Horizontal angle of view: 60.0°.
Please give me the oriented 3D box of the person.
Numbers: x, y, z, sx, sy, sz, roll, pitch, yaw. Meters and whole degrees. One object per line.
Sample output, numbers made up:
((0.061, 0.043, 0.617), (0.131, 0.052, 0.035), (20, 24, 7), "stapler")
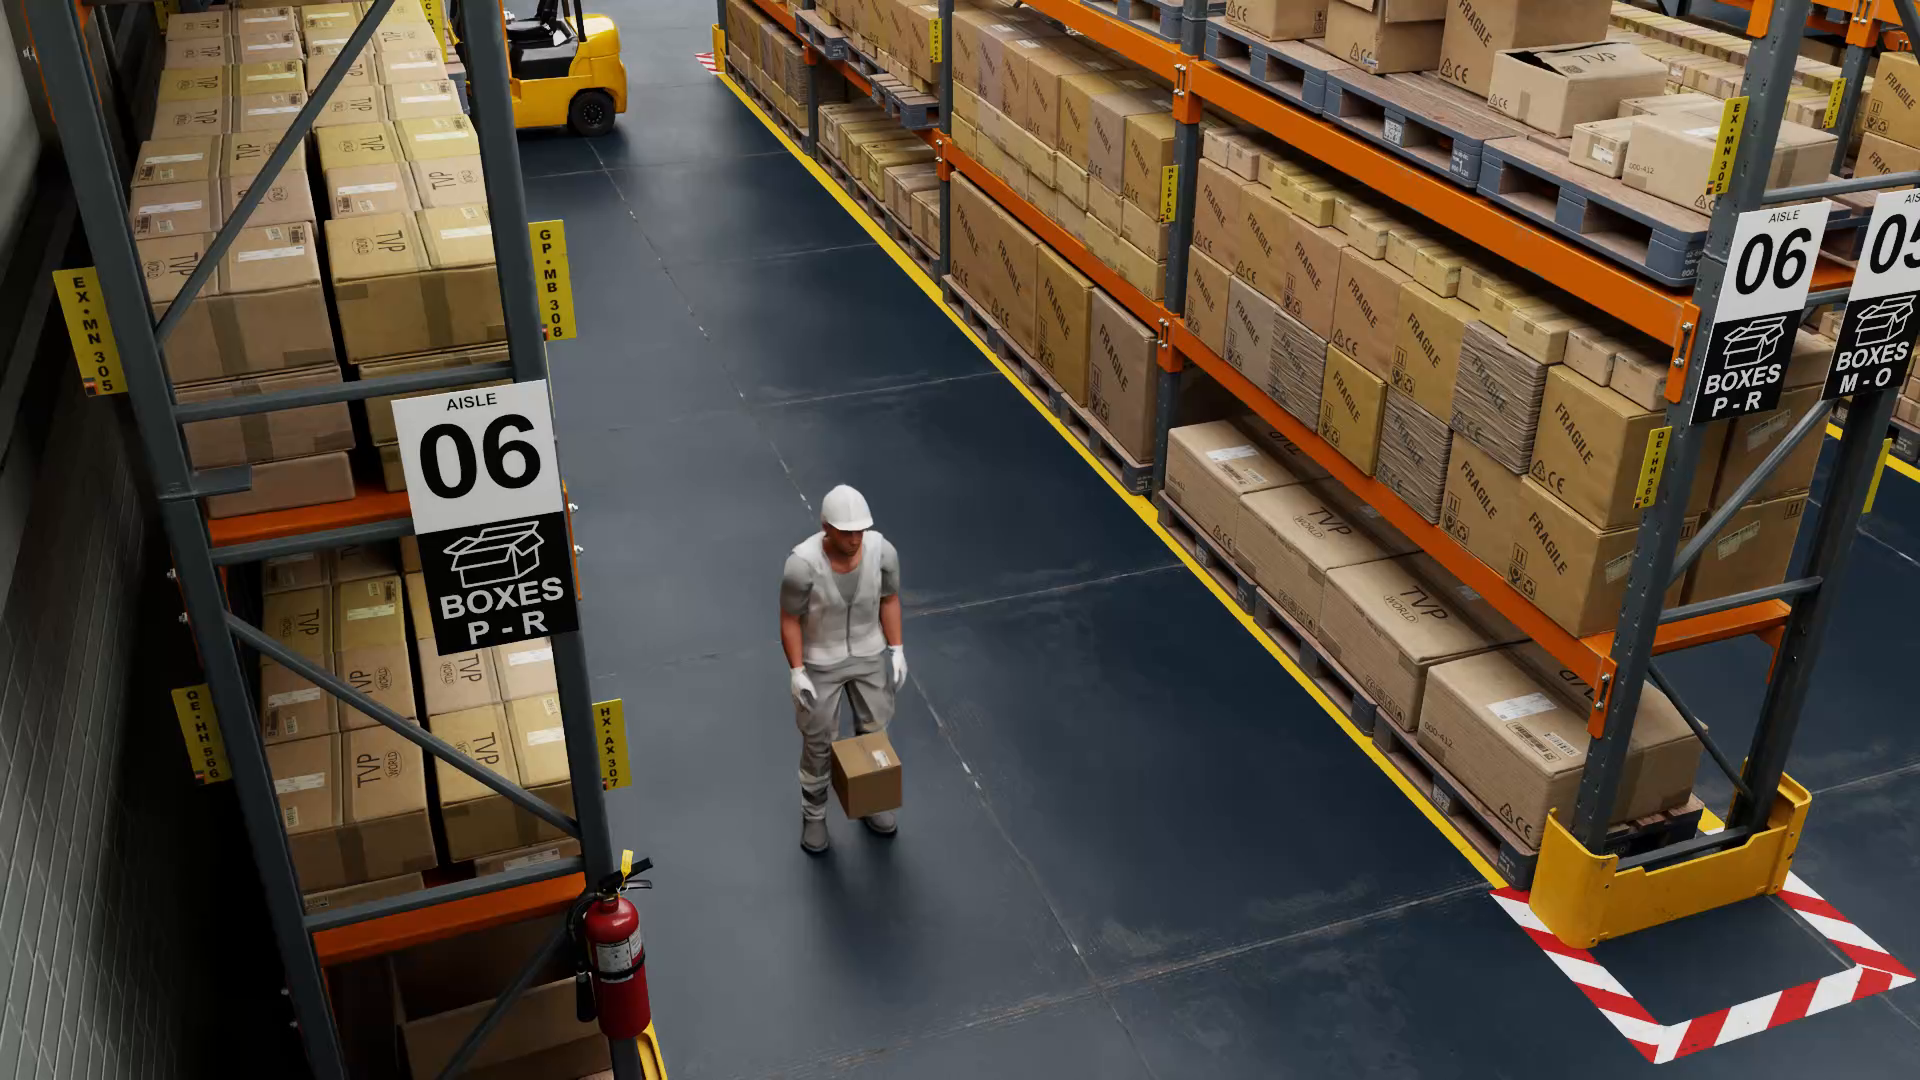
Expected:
((-0.511, 0.545, 7.370), (0.555, 1.782, 0.422), (-11, 31, -19), "person")
